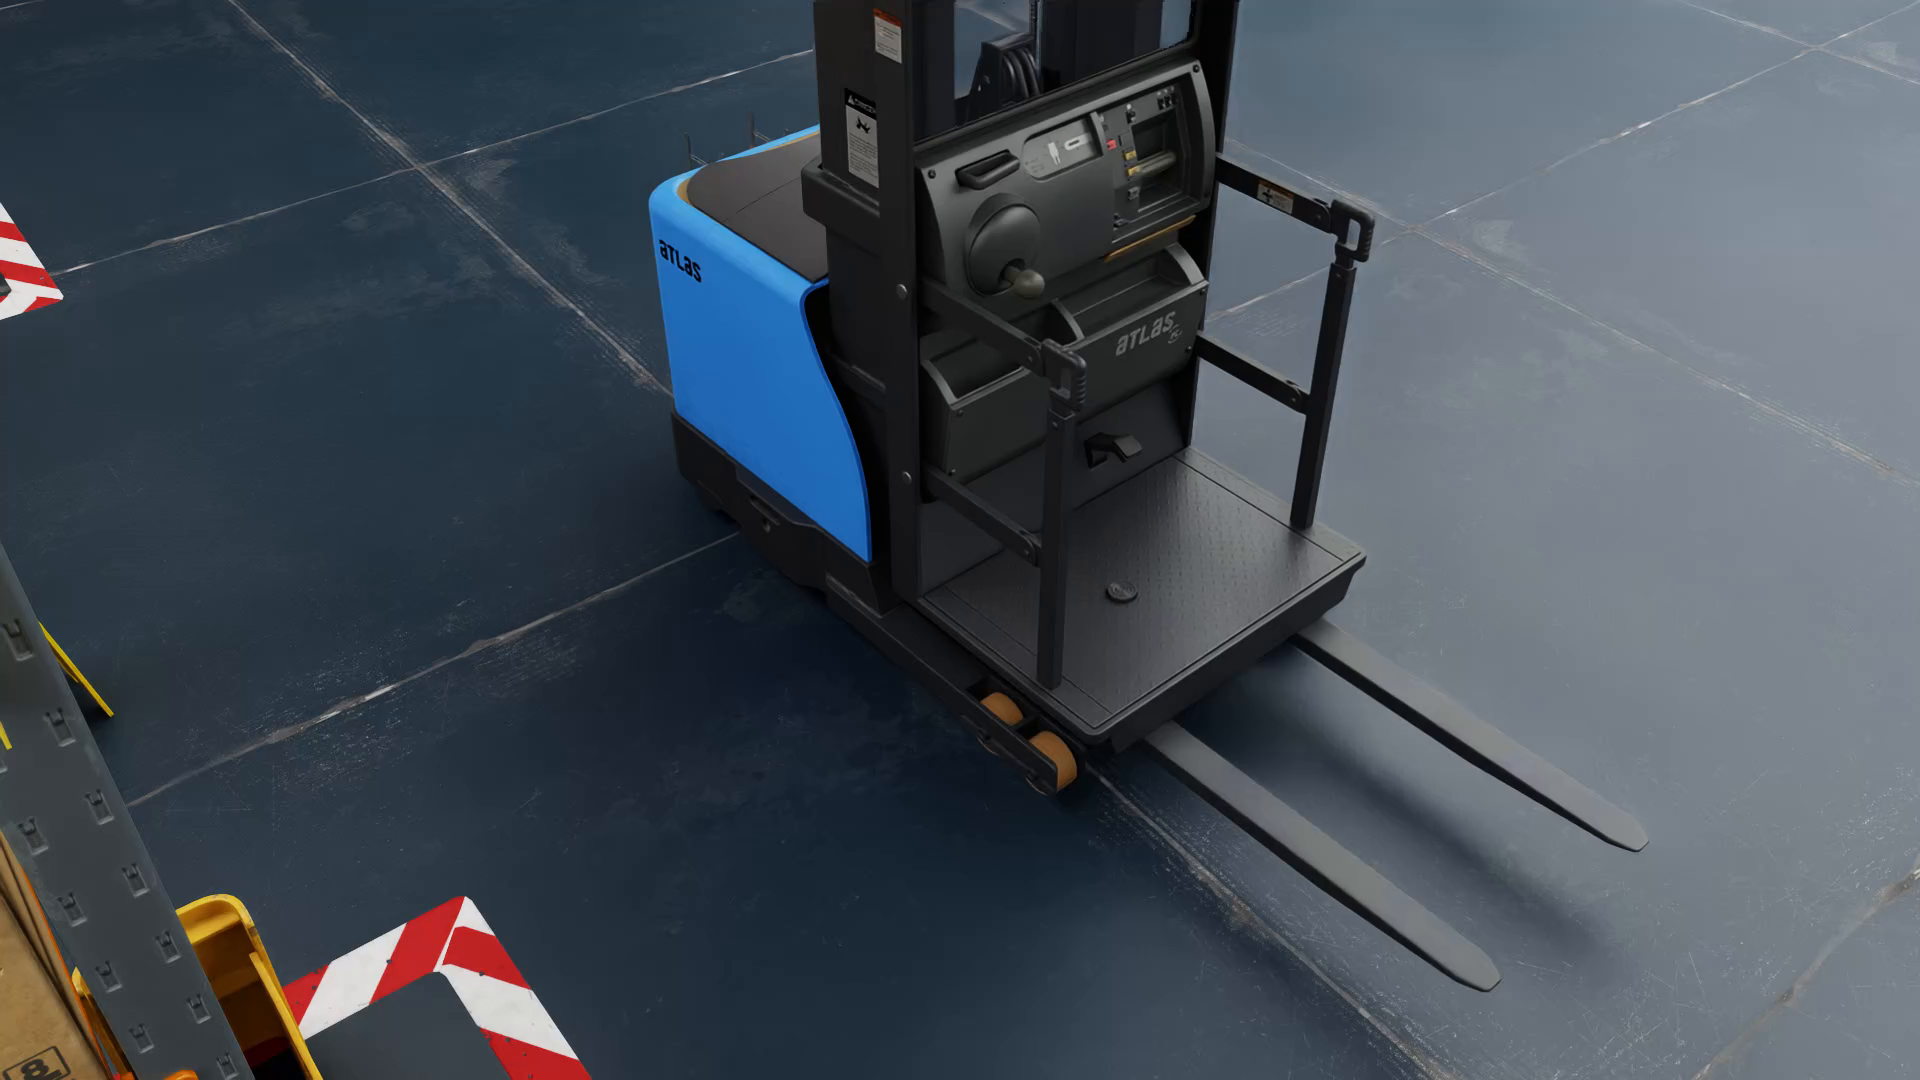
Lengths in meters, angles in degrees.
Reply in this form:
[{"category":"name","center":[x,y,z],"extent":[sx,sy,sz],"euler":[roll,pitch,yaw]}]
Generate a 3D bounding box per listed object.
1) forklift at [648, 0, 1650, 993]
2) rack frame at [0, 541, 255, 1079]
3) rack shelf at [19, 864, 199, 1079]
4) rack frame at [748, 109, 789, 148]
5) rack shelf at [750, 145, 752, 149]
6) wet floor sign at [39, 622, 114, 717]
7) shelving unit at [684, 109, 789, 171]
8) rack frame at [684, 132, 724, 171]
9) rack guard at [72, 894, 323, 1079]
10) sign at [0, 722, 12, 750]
[{"category":"forklift","center":[0.424,-0.823,3.943],"extent":[1.130,2.935,3.031],"euler":[-29,47,-30]},{"category":"rack frame","center":[-1.360,0.334,2.478],"extent":[0.127,3.000,1.000],"euler":[-26,46,-28]},{"category":"rack shelf","center":[-2.946,1.385,1.764],"extent":[4.000,0.370,1.077],"euler":[-26,46,-28]},{"category":"rack frame","center":[-0.599,-0.907,5.528],"extent":[0.008,1.050,0.200],"euler":[-30,48,-31]},{"category":"rack shelf","center":[-0.690,-1.067,5.292],"extent":[0.240,0.259,0.215],"euler":[-30,48,-31]},{"category":"wet floor sign","center":[-2.544,0.237,4.452],"extent":[0.267,0.644,0.232],"euler":[30,48,31]},{"category":"shelving unit","center":[-0.690,-0.856,5.465],"extent":[0.252,1.050,0.215],"euler":[-30,48,-31]},{"category":"rack frame","center":[-0.781,-0.804,5.402],"extent":[0.008,1.050,0.200],"euler":[-30,48,-31]},{"category":"rack guard","center":[-1.341,1.291,3.282],"extent":[0.348,0.500,1.175],"euler":[-26,46,-28]},{"category":"sign","center":[-1.040,0.073,1.696],"extent":[0.005,0.325,0.100],"euler":[-26,46,-28]}]
